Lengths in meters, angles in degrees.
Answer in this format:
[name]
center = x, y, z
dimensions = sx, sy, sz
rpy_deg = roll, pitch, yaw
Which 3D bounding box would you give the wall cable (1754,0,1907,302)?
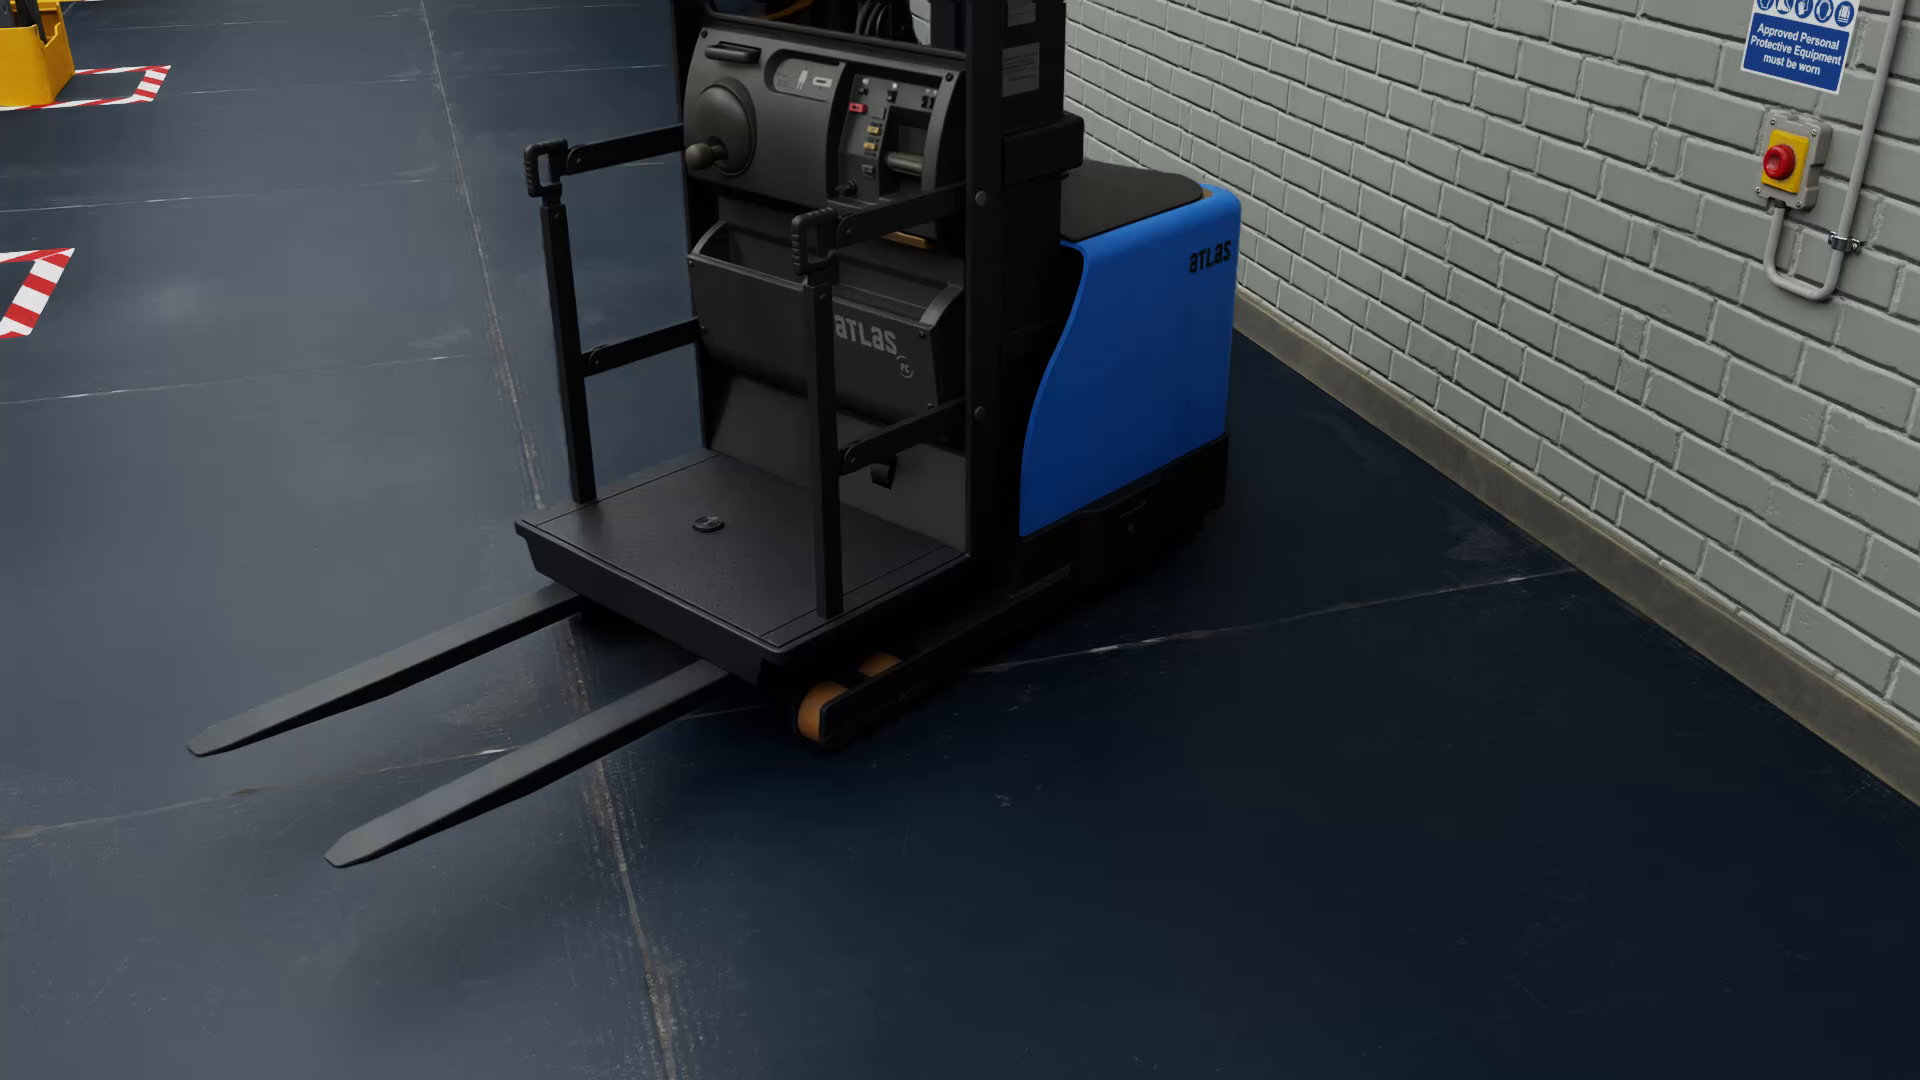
[wall cable]
center = 1.987, -1.540, 3.801
dimensions = 0.123, 1.953, 0.585
rpy_deg = -8, 28, -16

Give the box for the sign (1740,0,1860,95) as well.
[sign]
center = 2.031, -1.221, 4.032
dimensions = 0.001, 0.218, 0.327
rpy_deg = -8, 28, -16

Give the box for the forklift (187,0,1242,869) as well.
[forklift]
center = -0.509, -1.043, 4.055
dimensions = 1.130, 2.935, 3.031
rpy_deg = 22, 34, 37

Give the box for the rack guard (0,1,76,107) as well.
[rack guard]
center = -6.413, -3.358, 11.453
dimensions = 0.348, 0.500, 1.175
rpy_deg = -8, 28, -16

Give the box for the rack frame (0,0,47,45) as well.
[rack frame]
center = -6.436, -4.475, 10.890
dimensions = 0.127, 3.000, 1.000
rpy_deg = -8, 28, -16
